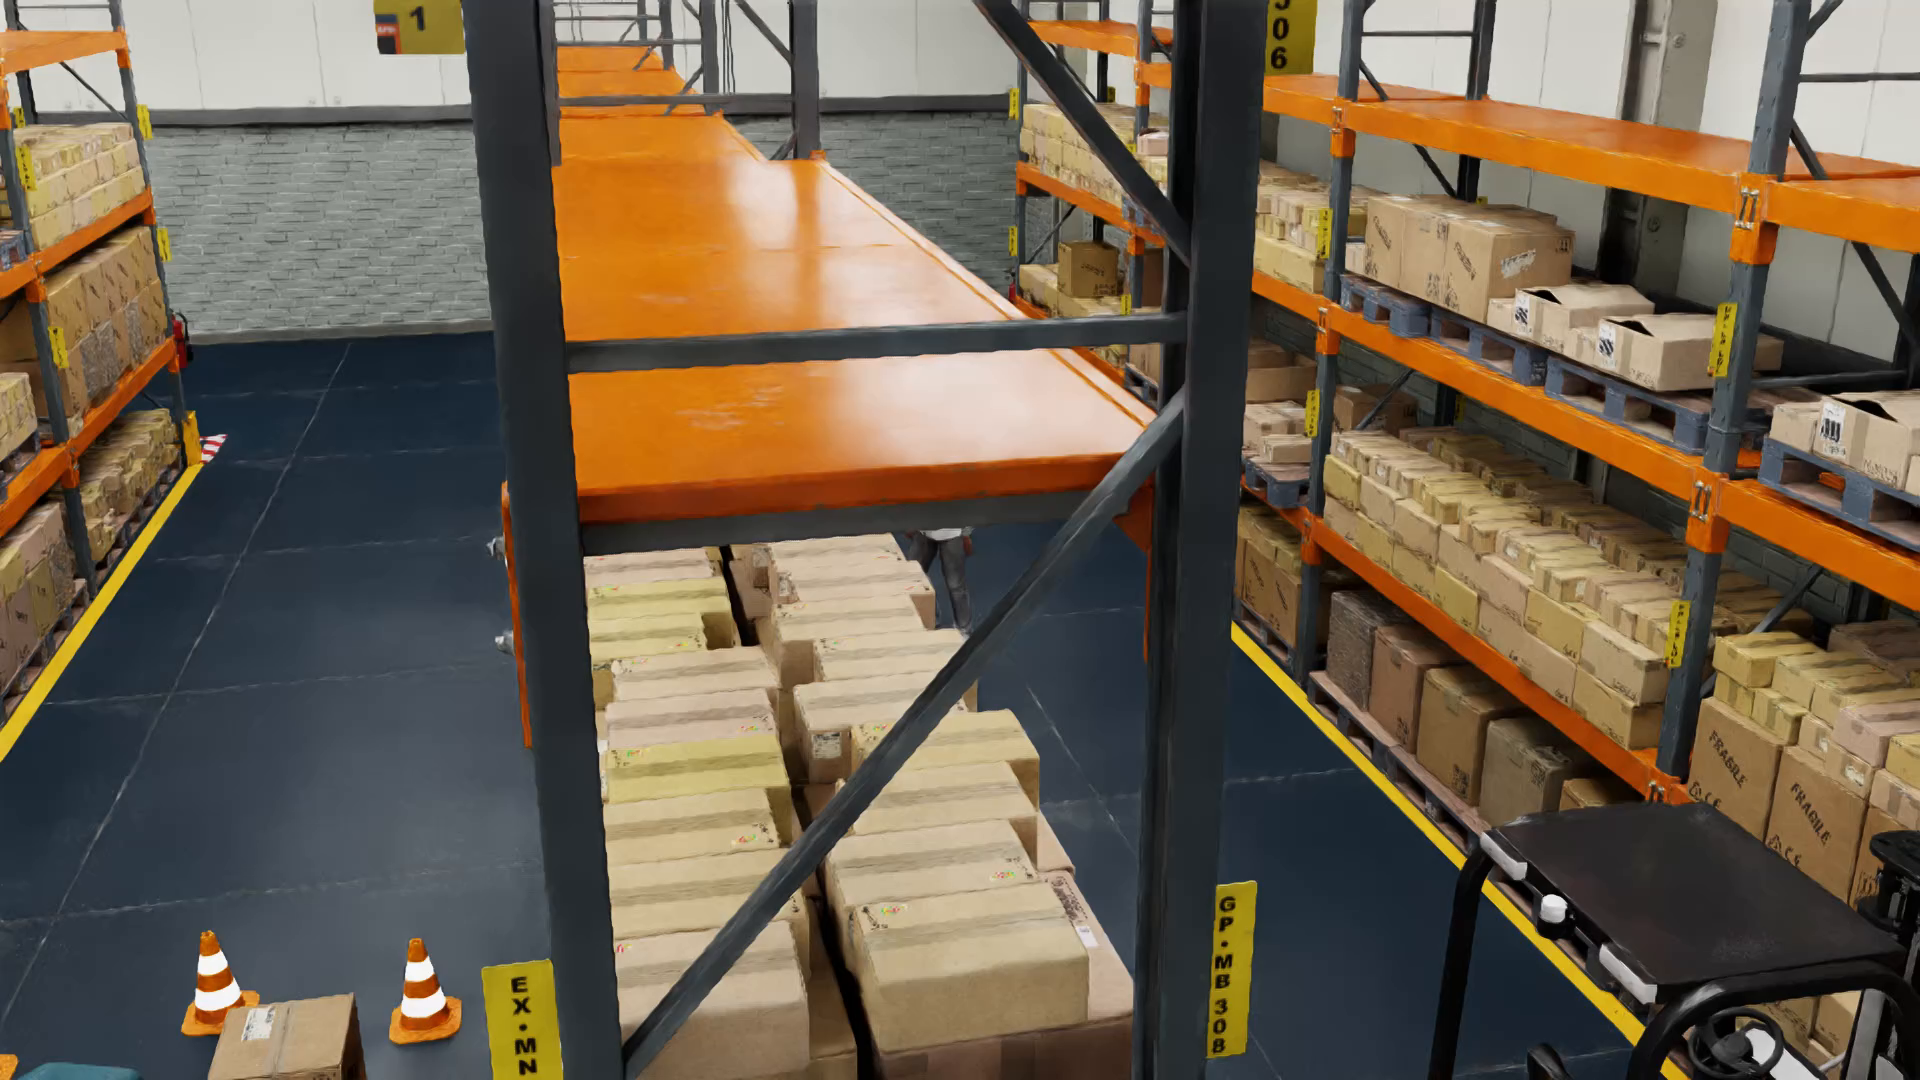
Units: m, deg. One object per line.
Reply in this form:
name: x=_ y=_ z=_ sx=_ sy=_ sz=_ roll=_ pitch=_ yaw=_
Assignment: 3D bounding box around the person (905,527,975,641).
person: x=-0.153 y=-0.059 z=12.468 sx=0.386 sy=1.802 sz=0.630 roll=-16 pitch=25 yaw=-39
